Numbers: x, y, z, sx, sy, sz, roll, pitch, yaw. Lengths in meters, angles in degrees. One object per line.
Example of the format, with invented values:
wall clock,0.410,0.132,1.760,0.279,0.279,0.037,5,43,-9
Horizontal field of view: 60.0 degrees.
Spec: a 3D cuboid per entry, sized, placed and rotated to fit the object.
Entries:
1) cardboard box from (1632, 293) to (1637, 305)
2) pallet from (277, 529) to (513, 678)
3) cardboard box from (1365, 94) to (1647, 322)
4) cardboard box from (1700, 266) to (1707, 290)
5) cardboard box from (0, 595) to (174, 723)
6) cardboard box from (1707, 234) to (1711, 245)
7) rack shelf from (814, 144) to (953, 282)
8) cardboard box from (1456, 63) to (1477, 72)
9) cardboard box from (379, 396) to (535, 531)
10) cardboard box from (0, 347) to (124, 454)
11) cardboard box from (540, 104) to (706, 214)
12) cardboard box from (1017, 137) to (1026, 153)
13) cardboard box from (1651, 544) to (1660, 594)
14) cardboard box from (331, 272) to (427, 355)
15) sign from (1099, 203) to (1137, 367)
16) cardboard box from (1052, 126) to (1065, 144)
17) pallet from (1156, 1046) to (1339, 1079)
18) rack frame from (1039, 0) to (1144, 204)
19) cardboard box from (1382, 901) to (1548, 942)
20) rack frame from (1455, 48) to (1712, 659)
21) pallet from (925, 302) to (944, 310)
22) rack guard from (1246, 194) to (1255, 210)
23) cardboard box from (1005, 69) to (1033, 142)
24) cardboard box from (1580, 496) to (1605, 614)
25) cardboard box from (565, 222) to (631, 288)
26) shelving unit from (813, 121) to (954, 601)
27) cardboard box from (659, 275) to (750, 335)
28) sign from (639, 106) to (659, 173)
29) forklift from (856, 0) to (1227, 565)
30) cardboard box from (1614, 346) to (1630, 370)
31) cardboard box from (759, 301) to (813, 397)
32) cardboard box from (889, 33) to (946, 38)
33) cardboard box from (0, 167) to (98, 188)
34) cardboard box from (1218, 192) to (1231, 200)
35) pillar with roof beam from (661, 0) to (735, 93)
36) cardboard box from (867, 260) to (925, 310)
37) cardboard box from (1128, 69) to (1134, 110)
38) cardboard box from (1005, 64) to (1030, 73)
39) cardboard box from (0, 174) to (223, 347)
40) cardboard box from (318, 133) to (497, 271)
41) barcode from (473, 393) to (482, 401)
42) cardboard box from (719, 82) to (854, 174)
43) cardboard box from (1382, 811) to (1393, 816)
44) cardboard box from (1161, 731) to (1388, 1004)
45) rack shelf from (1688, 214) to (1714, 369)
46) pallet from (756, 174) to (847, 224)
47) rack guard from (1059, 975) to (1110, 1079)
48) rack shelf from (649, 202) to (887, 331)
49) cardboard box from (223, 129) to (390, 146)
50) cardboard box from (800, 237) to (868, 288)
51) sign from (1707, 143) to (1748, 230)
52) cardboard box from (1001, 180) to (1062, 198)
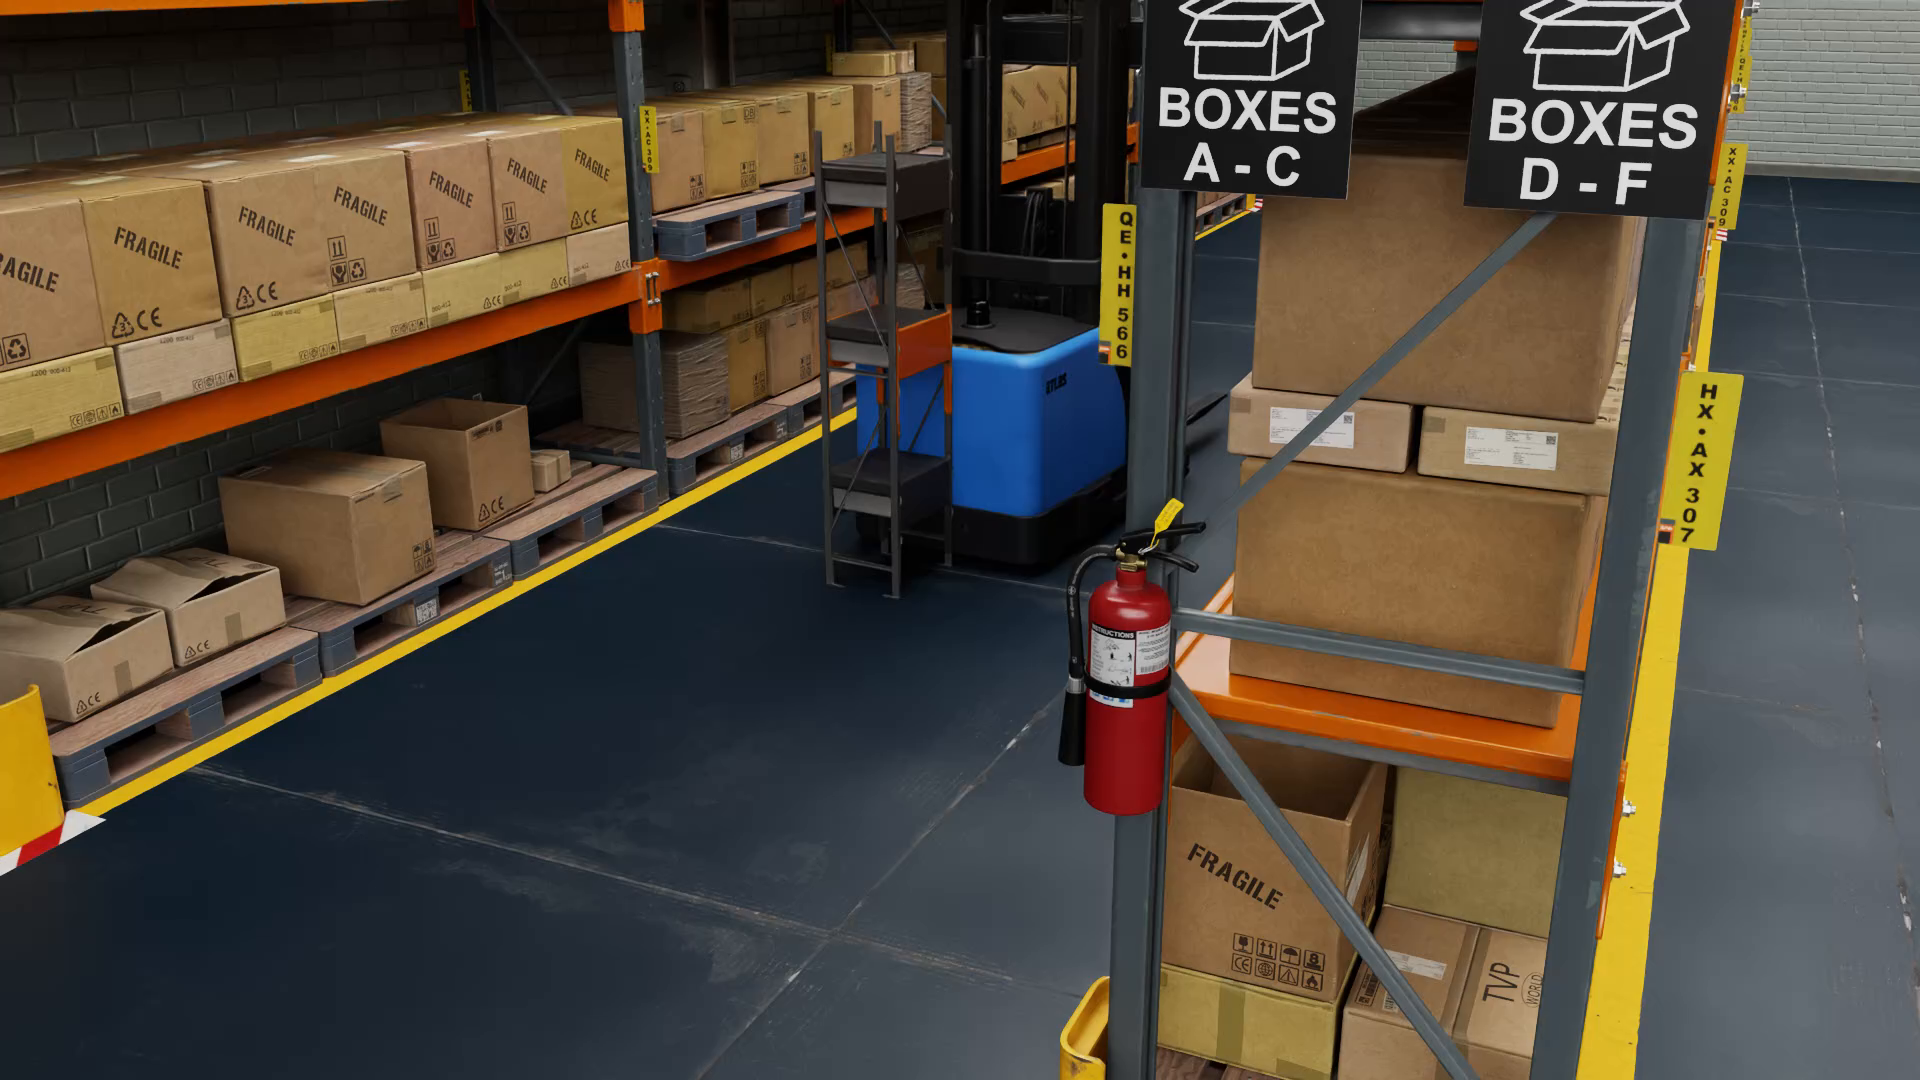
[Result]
cardboard box,1.703,-0.611,4.593,0.380,0.149,0.250,8,21,22
pallet,-2.803,0.223,7.526,1.003,0.211,1.213,9,21,23
cardboard box,1.461,-0.905,4.451,0.700,0.500,0.500,9,21,23
cardboard box,4.963,-1.662,11.740,0.500,0.500,0.500,8,21,22
cardboard box,-3.335,0.408,6.201,0.500,0.311,0.500,6,20,17
cardboard box,5.584,-2.131,13.060,0.500,0.500,0.500,9,21,23
rack shelf,-0.334,-1.462,7.397,0.431,0.518,0.480,11,22,28
cardboard box,2.077,-1.364,5.741,0.700,0.500,0.500,8,21,23
cardboard box,-2.451,-0.382,8.140,0.500,0.500,0.500,7,21,19
cardboard box,-3.211,-0.497,5.583,0.500,0.250,0.500,8,21,21
cardboard box,-1.823,-2.080,9.036,0.700,0.500,0.500,9,21,23
cardboard box,0.308,-3.178,13.272,0.380,0.149,0.250,9,21,24
cardboard box,2.850,0.012,7.436,0.500,0.250,0.500,8,21,21
cardboard box,-2.588,-0.966,6.904,0.500,0.250,0.500,9,21,23
sign,0.331,-0.510,3.344,0.100,0.325,0.005,9,21,23
cardboard box,0.654,-3.408,13.919,0.380,0.149,0.250,9,22,24
pallet,1.095,1.300,4.497,1.003,0.211,1.213,9,21,23
rack frame,1.214,-4.121,15.579,1.000,3.000,0.127,9,21,23
cardboard box,1.444,1.037,4.553,0.500,0.250,0.500,9,21,23
rack frame,2.458,-0.997,6.794,1.000,3.000,0.127,9,21,23
pallet,-0.033,-1.815,13.256,1.003,0.211,1.213,9,21,23
rack guard,2.861,-4.173,19.457,1.175,0.500,0.348,9,21,23
cardboard box,0.231,-3.367,12.836,0.500,0.500,0.500,9,22,24
cardboard box,1.234,-0.123,4.189,0.700,0.500,0.500,9,22,24
cardboard box,-1.980,-1.427,8.200,0.500,0.250,0.500,9,21,23
shelving unit,-0.334,-0.815,7.627,0.431,2.100,0.503,11,22,28
cardboard box,-1.599,-1.420,9.941,0.500,0.250,0.500,8,21,22
sign,-1.564,-2.011,8.355,0.100,0.325,0.005,9,21,23
forklift,0.638,-1.708,8.897,1.130,2.935,3.031,11,22,28
cardboard box,1.387,-0.374,3.927,0.380,0.149,0.250,9,21,23
cardboard box,-1.365,-1.247,10.573,0.700,0.500,0.500,9,21,23
cardboard box,-0.260,-3.780,12.879,0.500,0.250,0.500,8,21,21
cardboard box,-3.486,-1.070,6.076,0.500,0.500,0.500,9,21,23
cardboard box,2.656,-4.136,18.725,0.700,0.500,0.500,9,21,23
pillar with roof beam,2.182,-4.855,8.691,9.100,9.000,0.400,9,21,23
cardboard box,-0.672,-1.700,11.847,0.700,0.500,0.500,9,21,23
cardboard box,1.254,-4.142,15.015,0.500,0.500,0.500,8,21,22
cardboard box,0.216,-3.716,12.698,0.500,0.250,0.500,8,21,22
cardboard box,-3.019,-0.999,5.876,0.500,0.500,0.500,9,21,23
cardboard box,-2.389,-1.474,7.213,0.500,0.500,0.500,8,21,21
barcode,-2.503,-0.723,8.622,0.001,0.075,0.075,9,21,23
cardboard box,-1.098,-2.623,10.563,0.700,0.500,0.500,9,21,23
cardboard box,1.167,0.812,5.186,0.500,0.250,0.500,9,21,23
cardboard box,0.769,0.766,4.196,0.500,0.500,0.500,9,21,23
rack shelf,3.277,-1.269,8.634,1.077,0.370,4.000,9,21,23
pallet,-1.198,-2.197,10.455,1.003,0.211,1.213,9,21,23
rack guard,0.811,1.411,3.754,1.175,0.500,0.348,9,21,23
rack shelf,-1.243,-1.948,10.542,1.077,0.370,4.000,9,21,23
cardboard box,-2.870,-1.543,7.406,0.500,0.500,0.500,9,22,24
cardboard box,-0.962,-1.888,11.255,0.500,0.250,0.500,9,21,24
sign,2.965,-1.366,6.423,0.100,0.325,0.005,9,21,23
cardboard box,0.361,-2.557,13.762,0.750,0.750,0.750,8,21,22
